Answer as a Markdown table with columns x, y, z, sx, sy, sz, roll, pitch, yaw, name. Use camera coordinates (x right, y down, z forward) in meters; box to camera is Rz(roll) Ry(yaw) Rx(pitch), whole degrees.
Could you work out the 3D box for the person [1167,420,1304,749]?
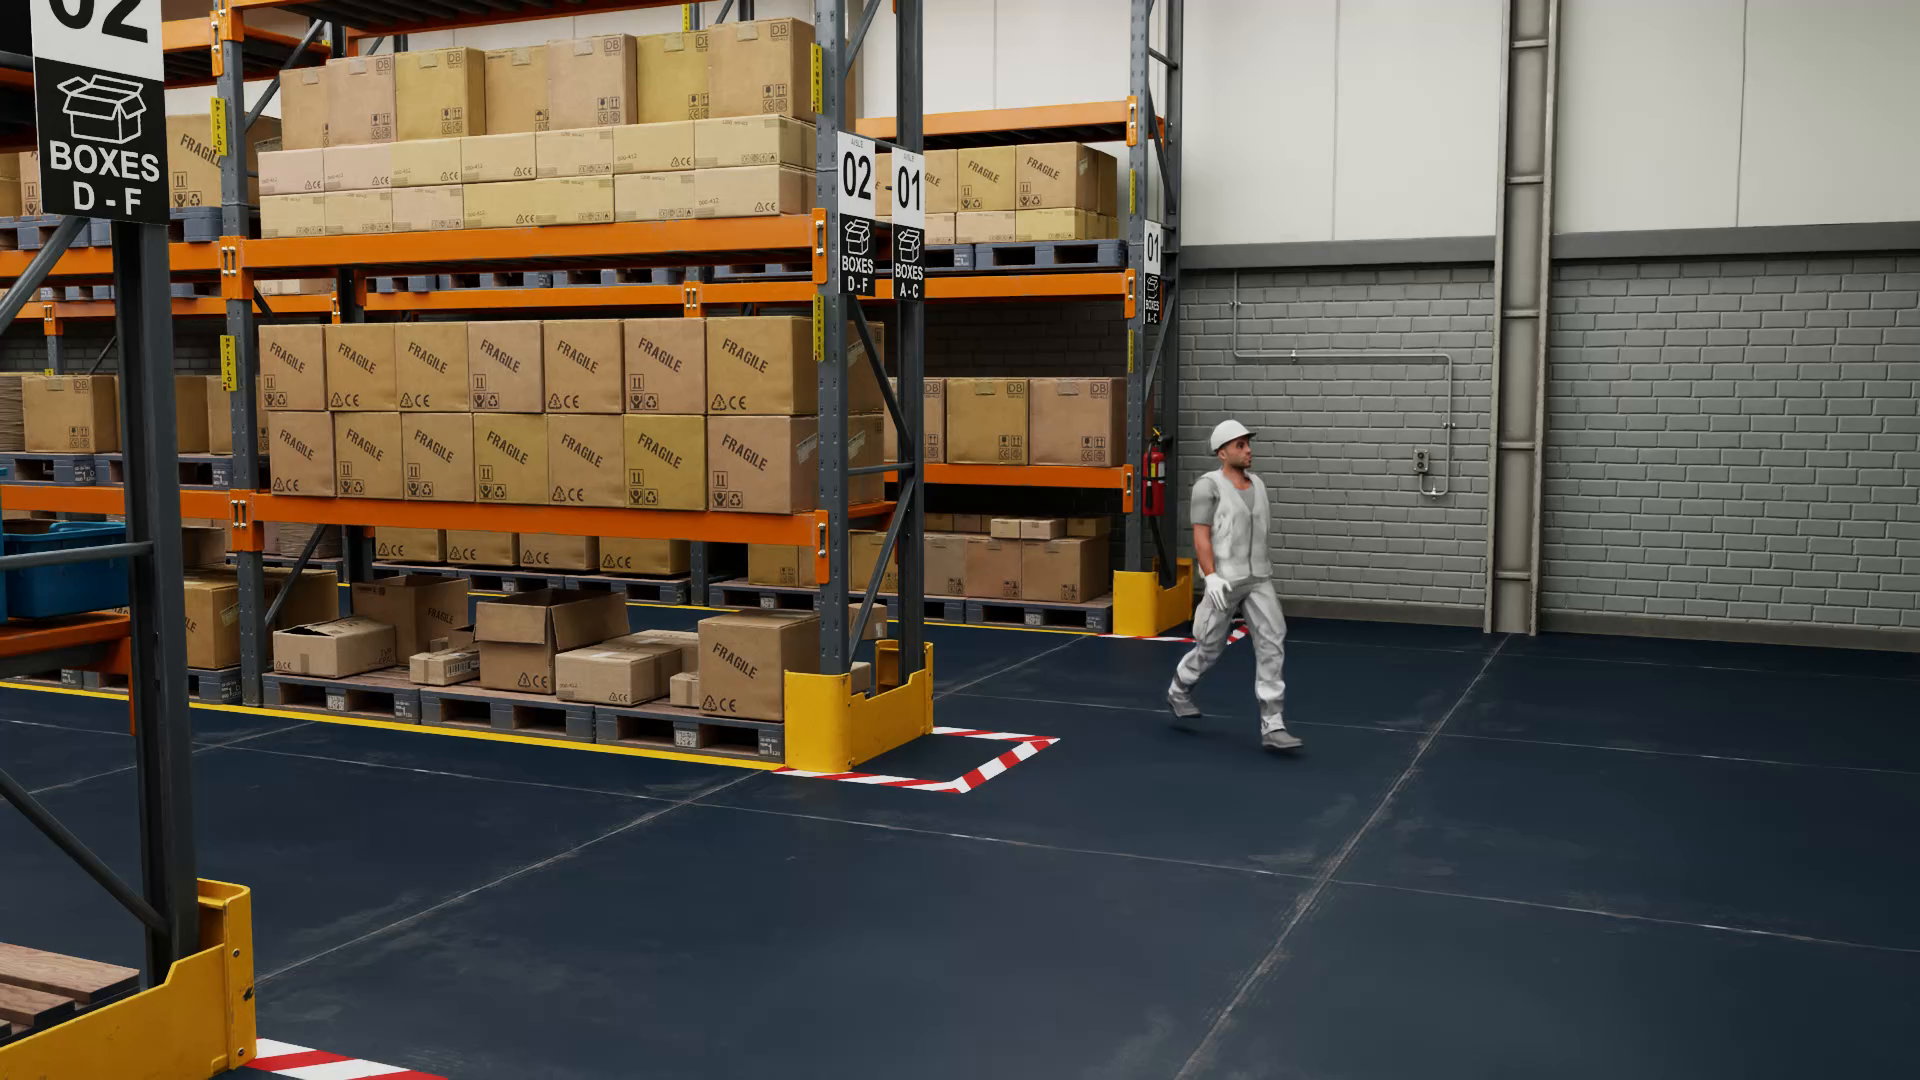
| x | y | z | sx | sy | sz | roll | pitch | yaw | name |
| --- | --- | --- | --- | --- | --- | --- | --- | --- | --- |
| 1.486 | 0.226 | 9.020 | 0.526 | 1.749 | 1.018 | -3 | 6 | -24 | person |
